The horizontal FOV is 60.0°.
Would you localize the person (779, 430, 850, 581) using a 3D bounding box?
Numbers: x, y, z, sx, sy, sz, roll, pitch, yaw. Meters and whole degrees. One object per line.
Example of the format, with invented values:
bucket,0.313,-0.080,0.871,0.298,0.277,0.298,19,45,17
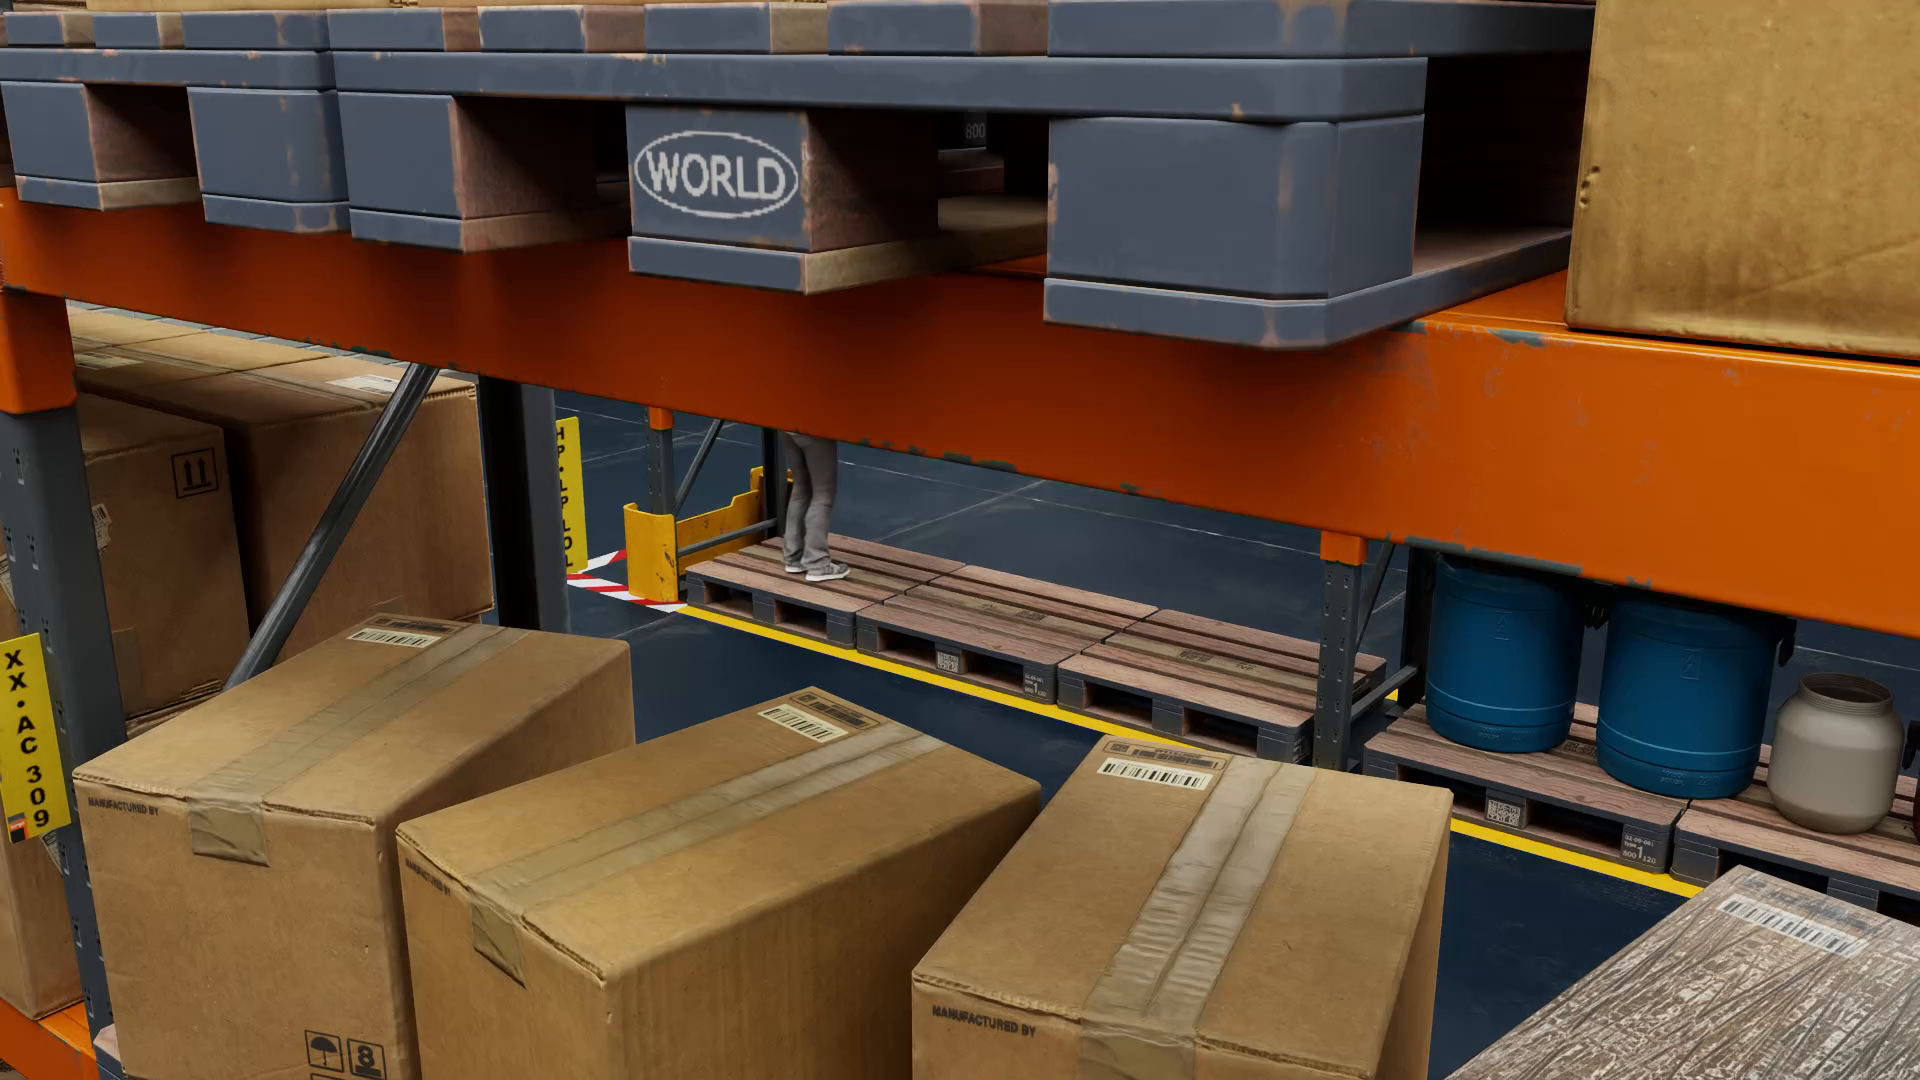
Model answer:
person,-0.736,-0.583,8.799,0.488,1.575,0.405,-14,22,-38
